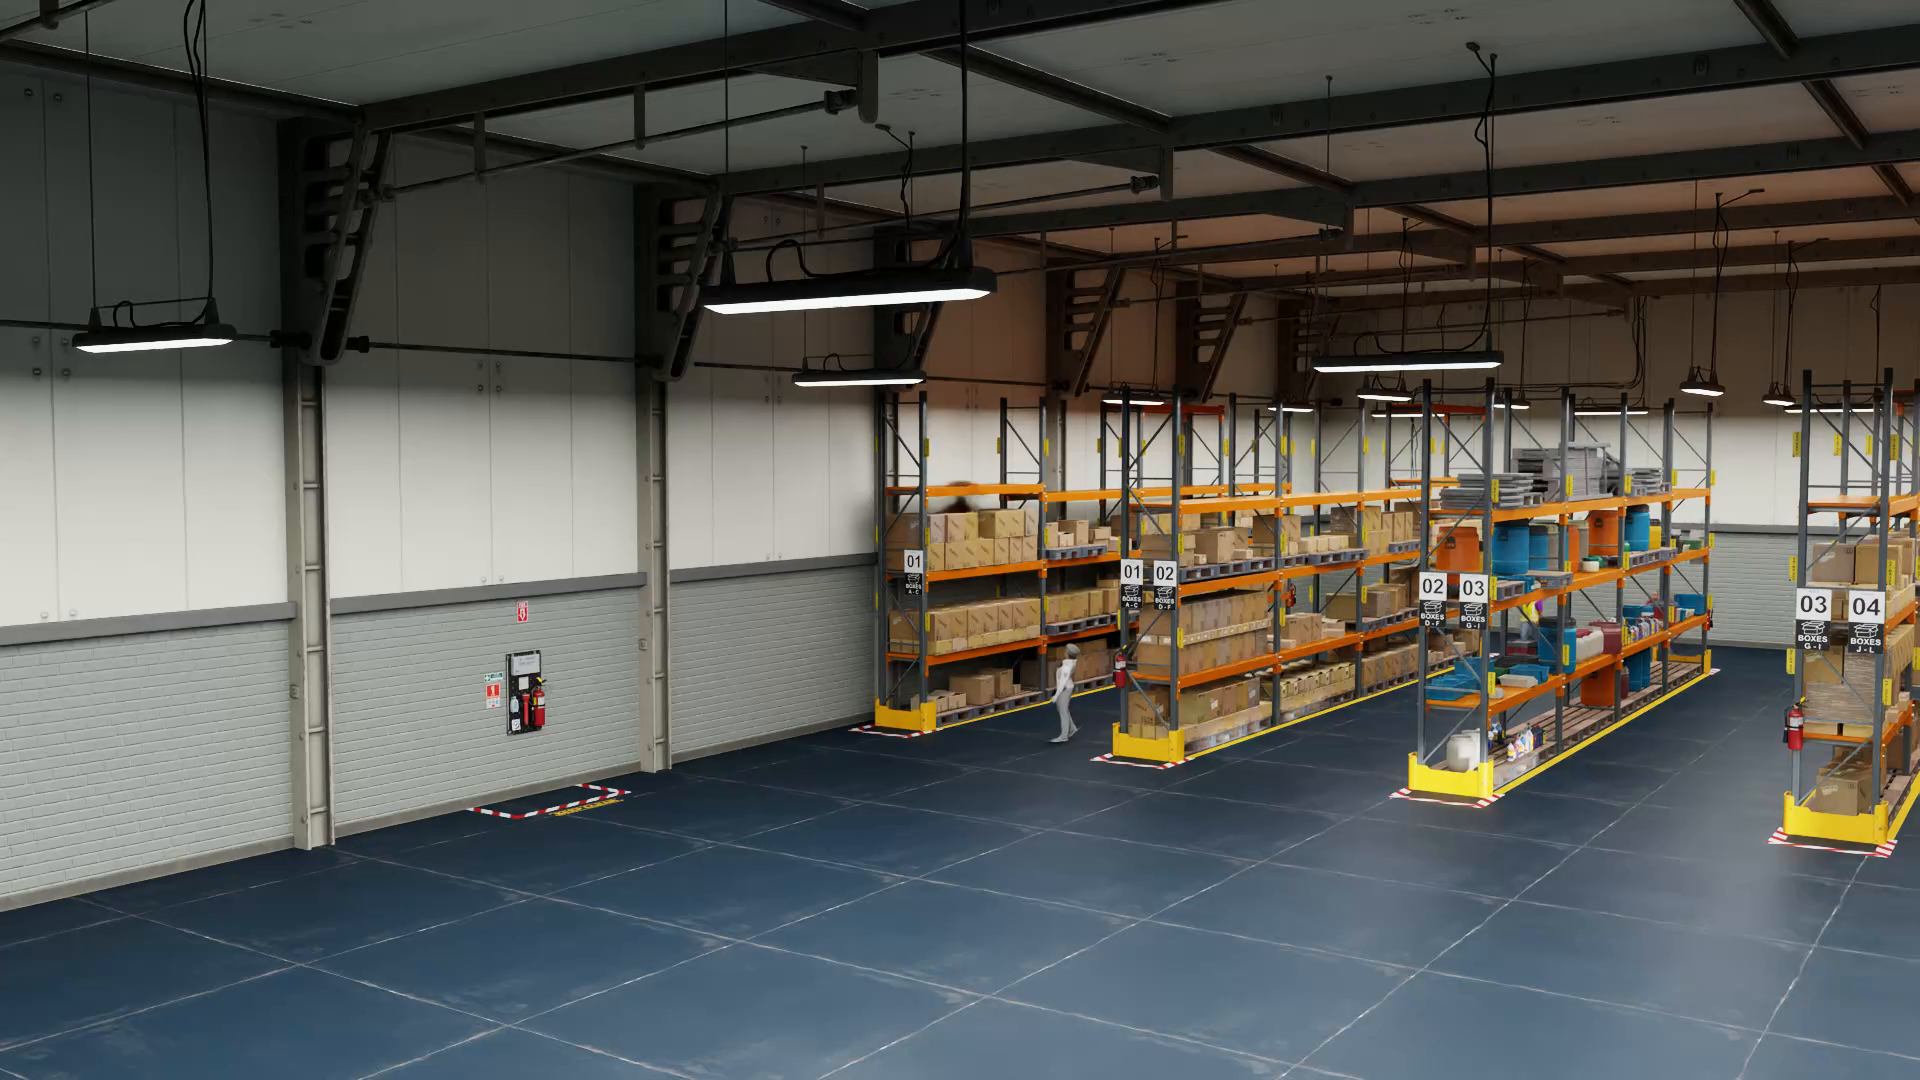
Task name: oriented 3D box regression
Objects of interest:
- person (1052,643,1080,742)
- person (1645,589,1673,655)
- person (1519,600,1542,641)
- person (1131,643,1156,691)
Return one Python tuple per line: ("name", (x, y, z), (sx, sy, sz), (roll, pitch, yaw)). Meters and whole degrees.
("person", (1.811, 2.586, 28.387), (0.487, 1.678, 0.598), (0, 3, 6))
("person", (16.116, 1.998, 38.605), (0.774, 1.705, 0.546), (-2, 4, -28))
("person", (13.573, 1.952, 39.612), (0.586, 1.724, 1.080), (2, 4, 30))
("person", (3.702, 2.356, 32.634), (0.608, 1.676, 0.976), (2, 4, 29))
